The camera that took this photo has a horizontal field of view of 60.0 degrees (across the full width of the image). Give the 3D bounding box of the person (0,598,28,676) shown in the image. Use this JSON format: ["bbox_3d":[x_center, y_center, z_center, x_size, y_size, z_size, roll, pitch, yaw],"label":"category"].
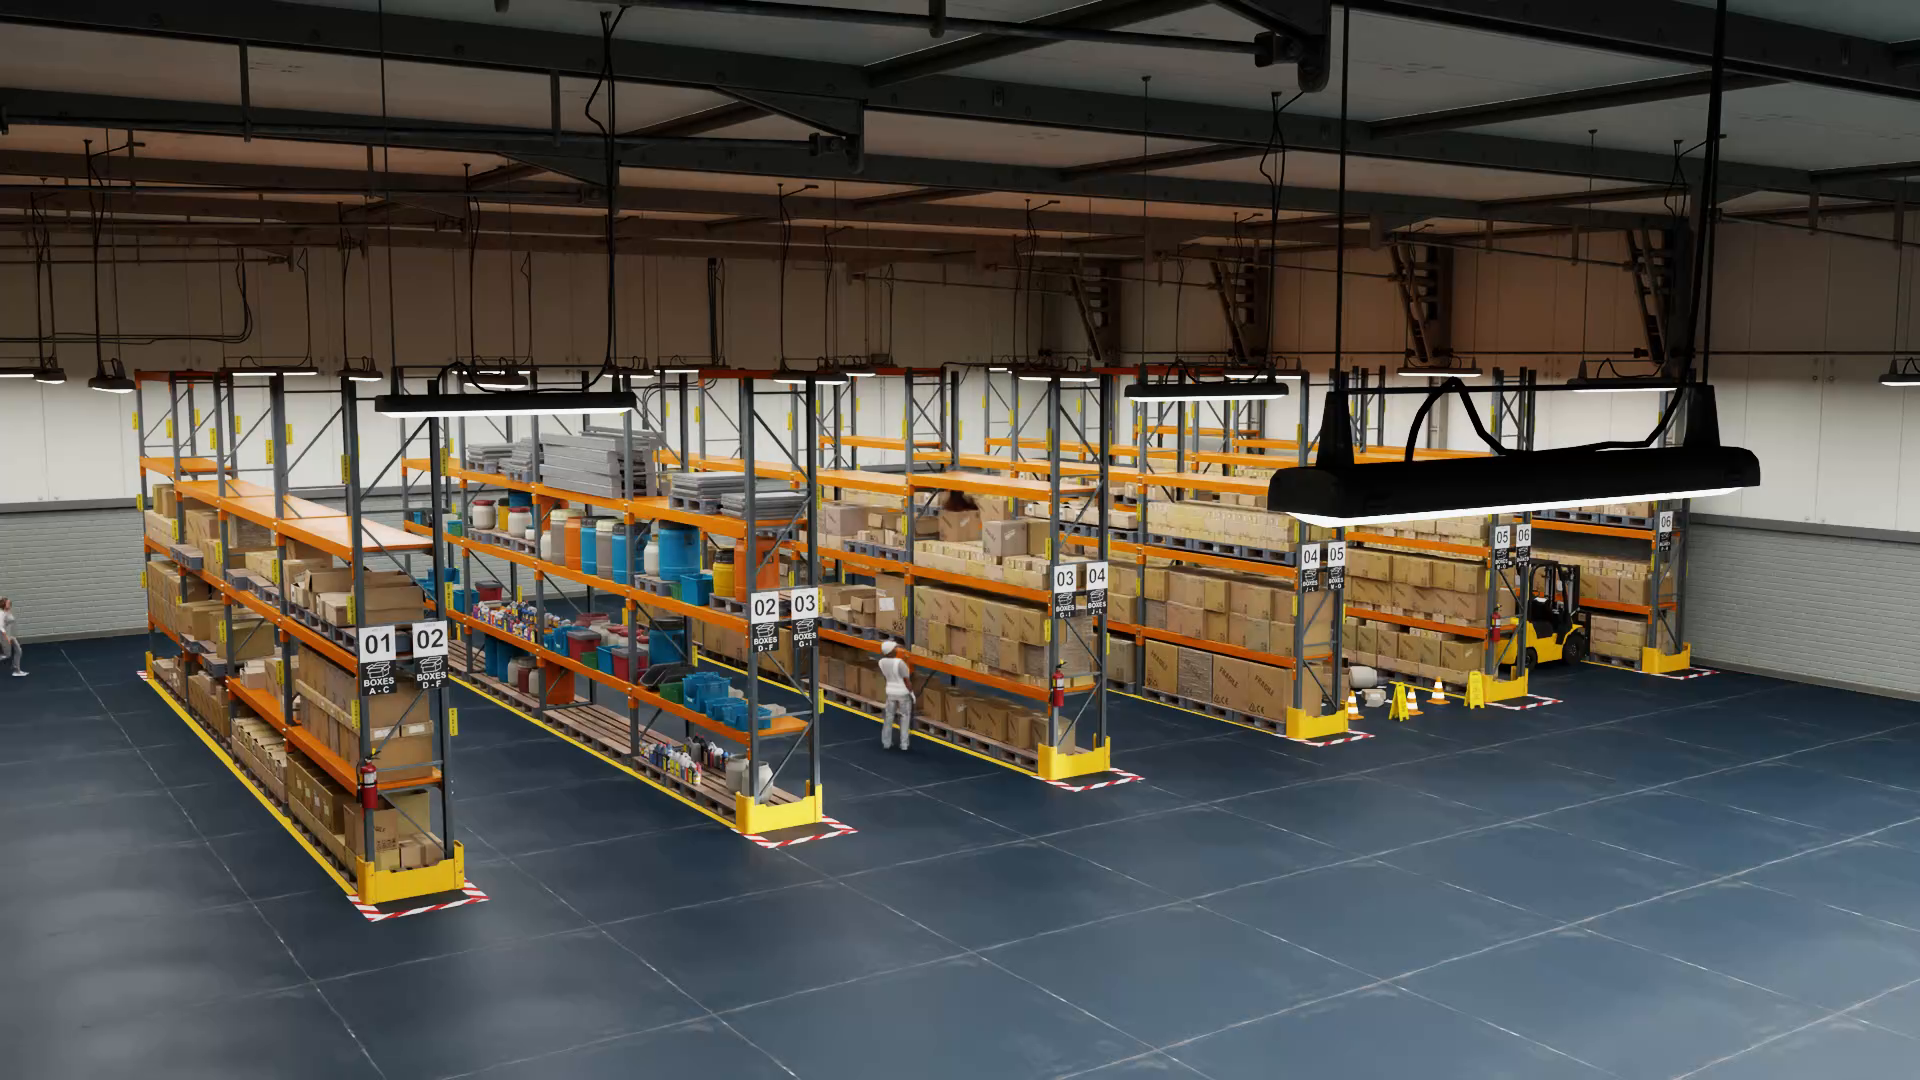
[{"bbox_3d":[-18.608,1.901,32.338,0.760,1.555,0.455,-3,7,-22],"label":"person"}]

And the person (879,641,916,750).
[{"bbox_3d":[-0.968,2.464,26.541,0.626,1.754,0.550,4,7,29],"label":"person"}]
